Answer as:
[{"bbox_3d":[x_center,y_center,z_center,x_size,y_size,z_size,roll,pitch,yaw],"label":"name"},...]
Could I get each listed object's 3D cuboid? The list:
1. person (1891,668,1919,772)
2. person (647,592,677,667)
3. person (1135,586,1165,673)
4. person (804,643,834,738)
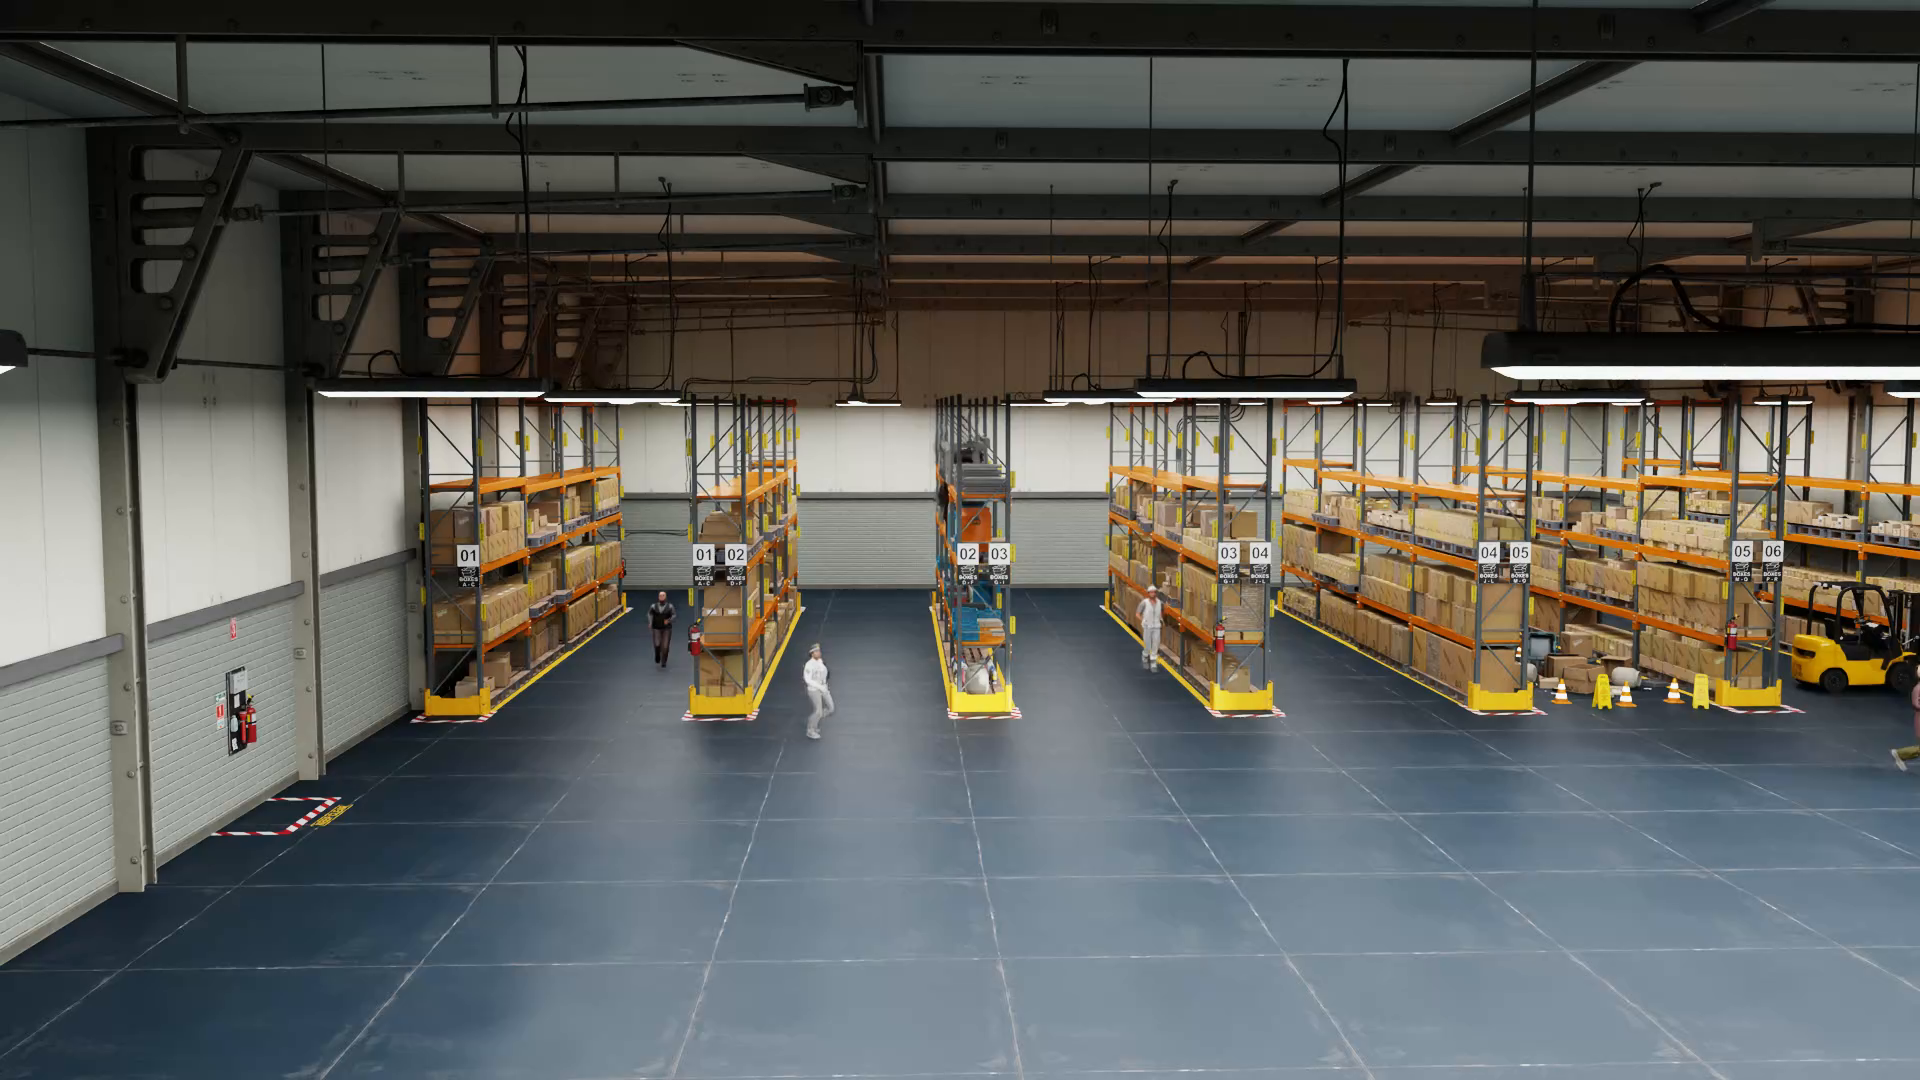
[{"bbox_3d":[14.947,2.824,25.807,0.803,1.733,0.707,4,6,40],"label":"person"},{"bbox_3d":[-6.599,1.988,36.804,0.657,1.679,0.575,-1,5,-7],"label":"person"},{"bbox_3d":[3.972,1.835,34.356,0.667,1.780,0.787,-1,5,-11],"label":"person"},{"bbox_3d":[-2.465,2.620,28.947,0.504,1.660,0.590,3,5,29],"label":"person"}]
